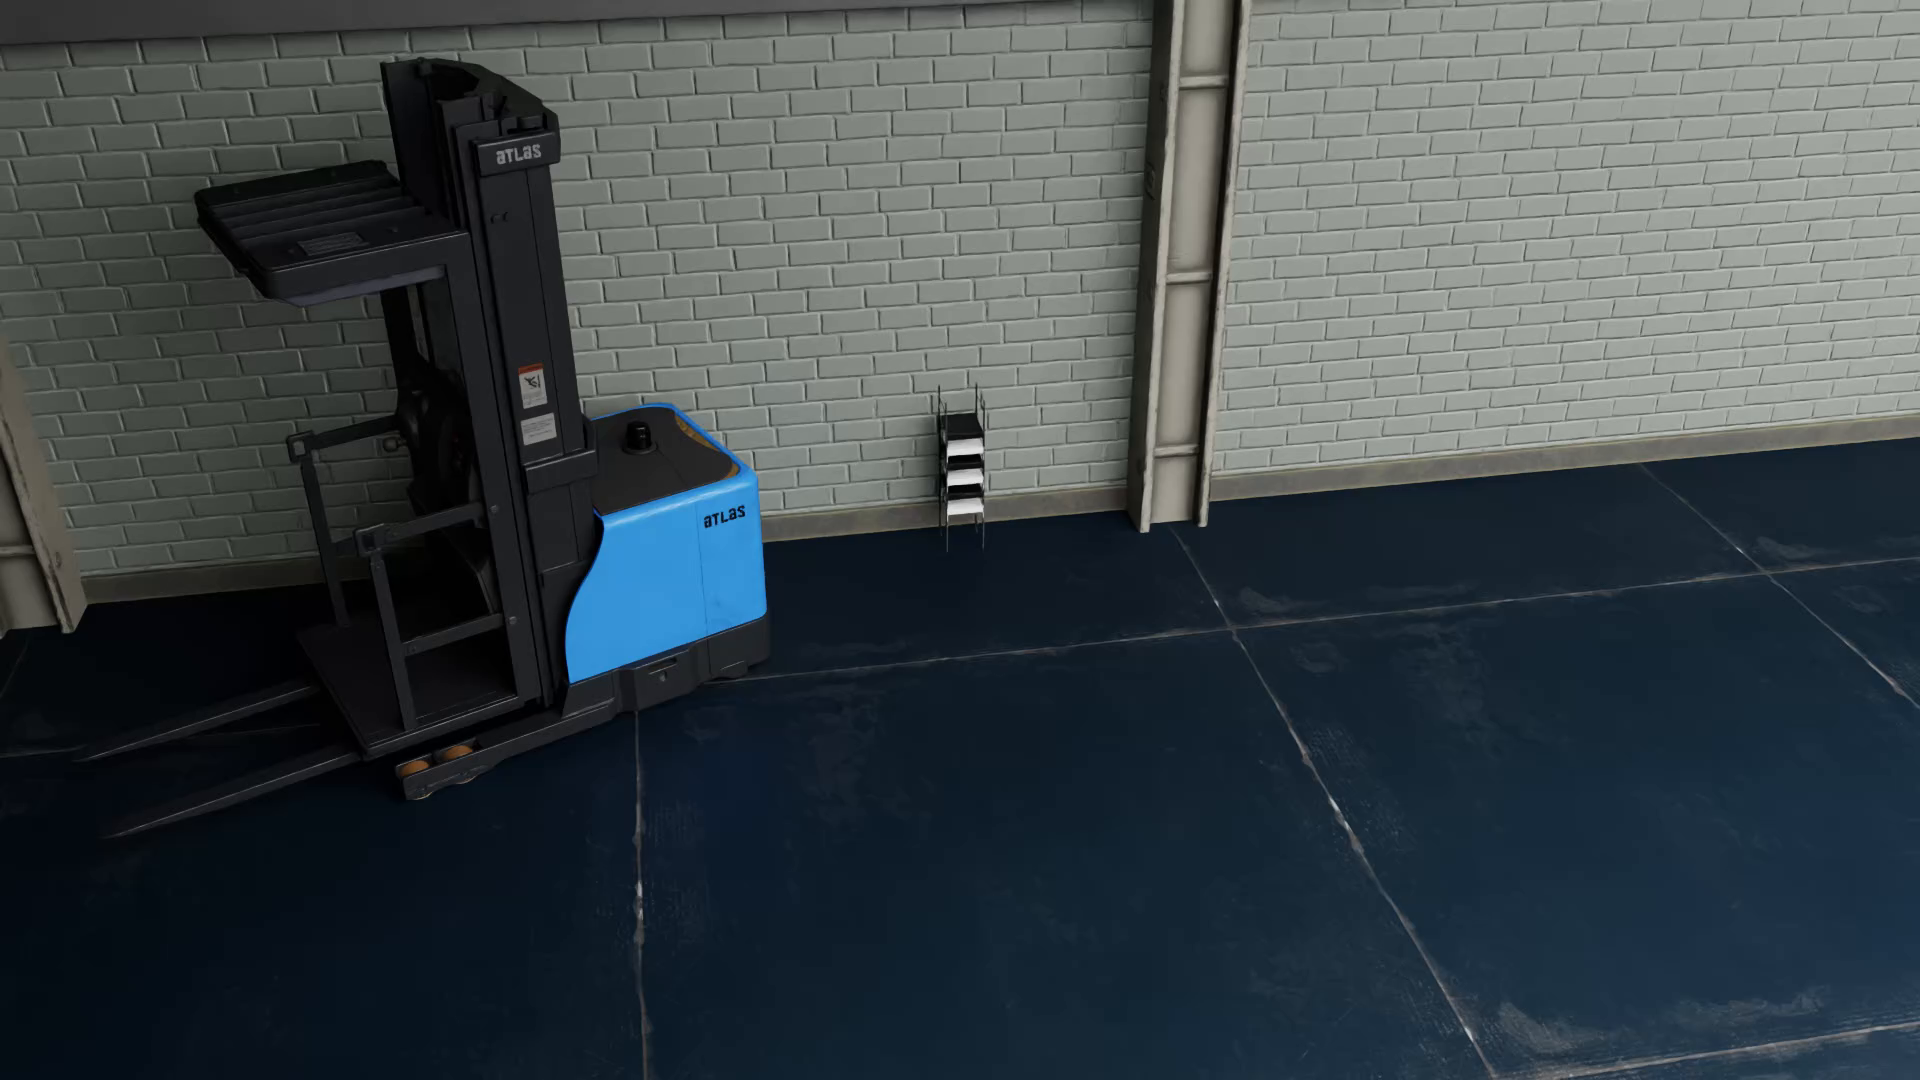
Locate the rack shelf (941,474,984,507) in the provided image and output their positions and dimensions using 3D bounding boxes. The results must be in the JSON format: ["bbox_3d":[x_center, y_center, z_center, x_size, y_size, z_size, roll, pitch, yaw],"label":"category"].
[{"bbox_3d":[0.008,-0.282,9.086,0.200,0.077,0.258,-5,31,-9],"label":"rack shelf"}]

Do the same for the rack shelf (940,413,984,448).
[{"bbox_3d":[0.008,-0.593,8.903,0.200,0.077,0.258,-5,31,-9],"label":"rack shelf"}]

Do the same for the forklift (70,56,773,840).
[{"bbox_3d":[-2.428,-0.429,7.087,3.031,2.935,1.130,-19,35,-29],"label":"forklift"}]

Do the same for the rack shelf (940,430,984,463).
[{"bbox_3d":[0.008,-0.515,8.949,0.200,0.077,0.258,-5,31,-9],"label":"rack shelf"}]

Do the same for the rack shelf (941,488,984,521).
[{"bbox_3d":[0.008,-0.205,9.131,0.200,0.077,0.258,-5,31,-9],"label":"rack shelf"}]

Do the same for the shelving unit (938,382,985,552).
[{"bbox_3d":[0.008,-0.389,9.023,0.210,0.900,0.258,-5,31,-9],"label":"shelving unit"}]

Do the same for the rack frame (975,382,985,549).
[{"bbox_3d":[0.108,-0.398,9.039,0.006,0.900,0.240,-5,31,-9],"label":"rack frame"}]

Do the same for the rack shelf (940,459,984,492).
[{"bbox_3d":[0.008,-0.360,9.040,0.200,0.077,0.258,-5,31,-9],"label":"rack shelf"}]

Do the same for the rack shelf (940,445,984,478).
[{"bbox_3d":[0.008,-0.437,8.994,0.200,0.077,0.258,-5,31,-9],"label":"rack shelf"}]

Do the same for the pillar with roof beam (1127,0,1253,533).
[{"bbox_3d":[1.949,-1.869,3.550,0.400,9.000,9.100,-5,31,-9],"label":"pillar with roof beam"}]

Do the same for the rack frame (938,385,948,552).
[{"bbox_3d":[-0.092,-0.379,9.007,0.006,0.900,0.240,-5,31,-9],"label":"rack frame"}]

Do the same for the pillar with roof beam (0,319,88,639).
[{"bbox_3d":[-3.953,-1.321,2.619,0.400,9.000,9.100,-5,31,-9],"label":"pillar with roof beam"}]
